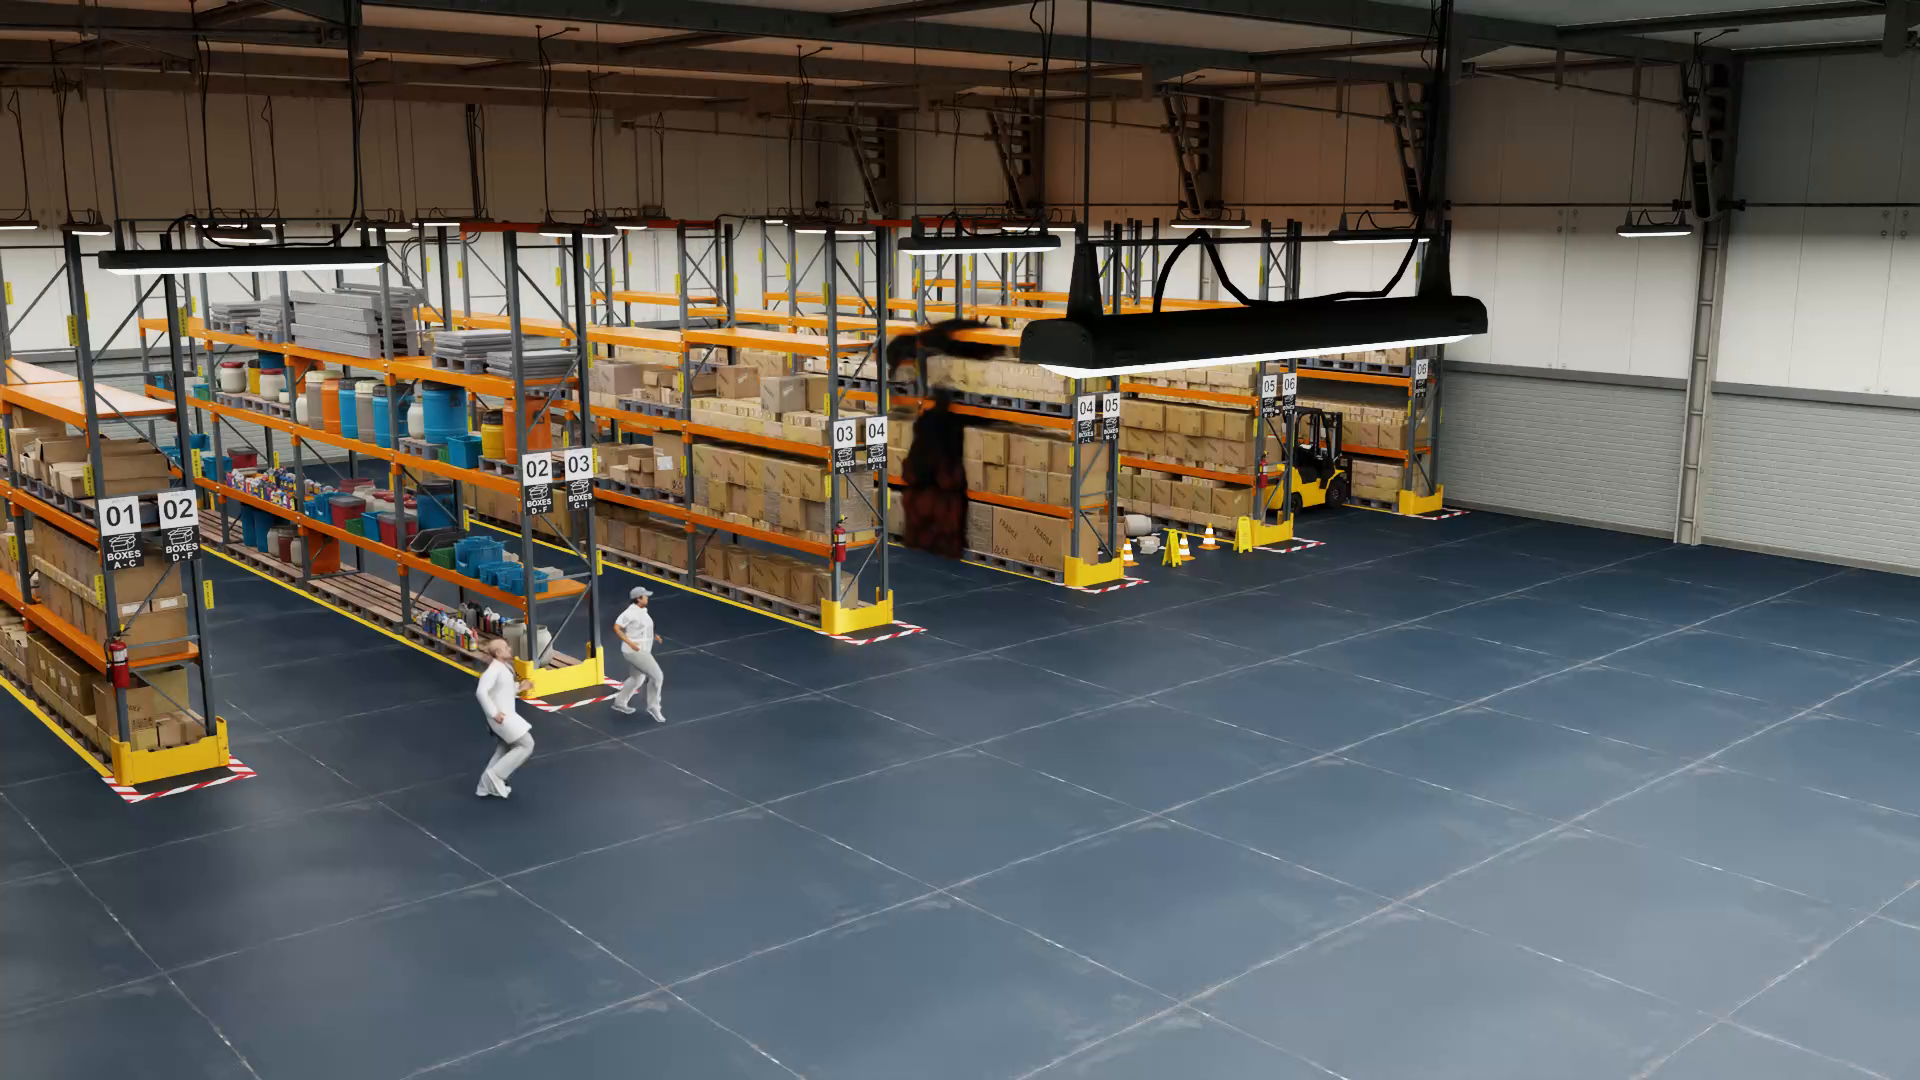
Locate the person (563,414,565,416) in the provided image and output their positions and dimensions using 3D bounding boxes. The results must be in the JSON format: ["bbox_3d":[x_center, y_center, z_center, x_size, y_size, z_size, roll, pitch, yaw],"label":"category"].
[{"bbox_3d":[-9.050,-2.107,38.304,0.555,1.605,0.592,-9,14,-36],"label":"person"}]

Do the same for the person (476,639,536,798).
[{"bbox_3d":[-4.915,1.920,17.954,0.695,1.741,0.706,-3,12,-16],"label":"person"}]

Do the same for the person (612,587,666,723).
[{"bbox_3d":[-4.018,1.419,20.729,0.721,1.704,0.610,0,11,1],"label":"person"}]
